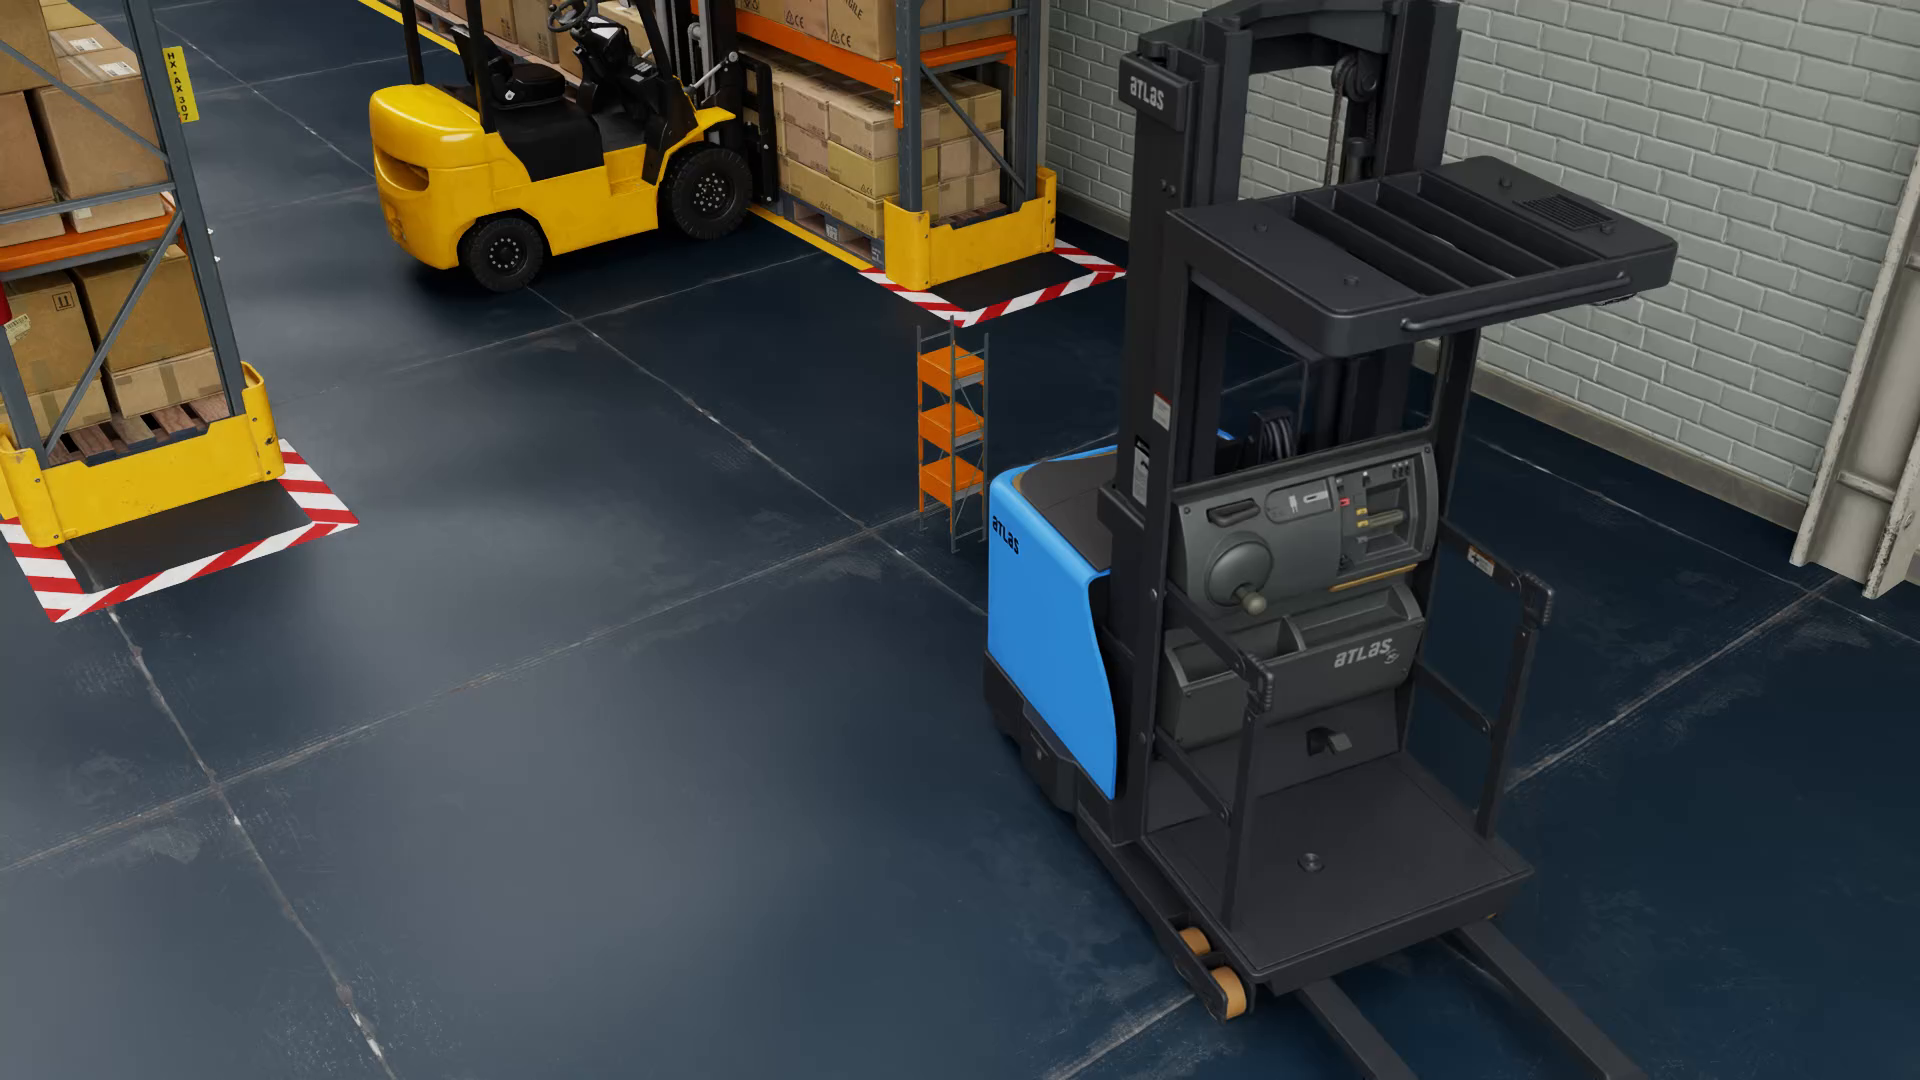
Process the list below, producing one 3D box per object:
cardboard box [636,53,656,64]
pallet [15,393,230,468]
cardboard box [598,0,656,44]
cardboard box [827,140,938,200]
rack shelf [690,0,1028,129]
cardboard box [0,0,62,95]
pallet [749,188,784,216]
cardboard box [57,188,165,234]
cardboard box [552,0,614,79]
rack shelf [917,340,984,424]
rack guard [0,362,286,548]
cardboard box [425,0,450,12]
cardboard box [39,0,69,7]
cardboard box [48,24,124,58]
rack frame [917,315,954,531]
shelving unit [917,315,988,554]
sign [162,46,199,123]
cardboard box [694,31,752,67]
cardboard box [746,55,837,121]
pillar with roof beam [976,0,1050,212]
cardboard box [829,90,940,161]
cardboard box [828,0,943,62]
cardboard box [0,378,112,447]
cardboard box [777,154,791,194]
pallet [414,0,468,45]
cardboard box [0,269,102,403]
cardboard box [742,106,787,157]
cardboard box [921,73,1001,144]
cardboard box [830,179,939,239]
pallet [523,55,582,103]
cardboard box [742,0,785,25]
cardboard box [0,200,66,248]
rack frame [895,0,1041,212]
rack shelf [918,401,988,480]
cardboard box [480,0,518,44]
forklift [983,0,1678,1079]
[{"bbox_3d":[-2.030,-3.440,12.180,0.500,0.250,0.500,-22,38,-32],"label":"cardboard box"},{"bbox_3d":[-4.376,-0.651,8.598,1.003,0.211,1.213,-22,38,-31],"label":"pallet"},{"bbox_3d":[-2.345,-3.860,12.383,0.500,0.250,0.500,-23,39,-32],"label":"cardboard box"},{"bbox_3d":[-0.486,-2.386,10.482,0.500,0.250,0.500,-23,38,-32],"label":"cardboard box"},{"bbox_3d":[-1.167,-3.589,11.368,1.077,0.370,4.000,-22,38,-31],"label":"rack shelf"},{"bbox_3d":[-4.345,-2.189,7.108,0.700,0.500,0.500,-23,39,-33],"label":"cardboard box"},{"bbox_3d":[-1.187,-2.690,11.881,1.003,0.211,1.213,-22,38,-31],"label":"pallet"},{"bbox_3d":[-3.904,-1.555,7.650,0.380,0.149,0.250,-22,38,-31],"label":"cardboard box"},{"bbox_3d":[-2.722,-4.112,13.380,0.875,0.625,0.625,-20,37,-29],"label":"cardboard box"},{"bbox_3d":[-0.033,-0.700,7.365,0.215,0.259,0.240,-22,38,-31],"label":"rack shelf"},{"bbox_3d":[-3.906,-0.423,7.958,1.175,0.500,0.348,-22,38,-31],"label":"rack guard"},{"bbox_3d":[-4.475,-5.300,15.294,0.875,0.625,0.625,-21,38,-30],"label":"cardboard box"},{"bbox_3d":[-4.883,-2.546,8.629,0.500,0.500,0.500,-23,39,-32],"label":"cardboard box"},{"bbox_3d":[-4.251,-2.124,7.951,0.500,0.500,0.500,-21,38,-30],"label":"cardboard box"},{"bbox_3d":[-0.108,-0.519,7.591,0.200,1.050,0.008,-22,38,-31],"label":"rack frame"},{"bbox_3d":[-0.033,-0.468,7.509,0.215,1.050,0.252,-22,38,-31],"label":"shelving unit"},{"bbox_3d":[-3.431,-1.997,7.302,0.100,0.325,0.005,-22,38,-31],"label":"sign"},{"bbox_3d":[-1.725,-3.440,11.706,0.500,0.250,0.500,-21,37,-30],"label":"cardboard box"},{"bbox_3d":[-1.105,-3.005,11.006,0.500,0.250,0.500,-22,38,-31],"label":"cardboard box"},{"bbox_3d":[-3.056,-4.799,6.947,9.100,9.000,0.400,-22,38,-31],"label":"pillar with roof beam"},{"bbox_3d":[-0.470,-2.587,10.333,0.500,0.250,0.500,-21,37,-30],"label":"cardboard box"},{"bbox_3d":[-0.450,-3.224,10.003,0.500,0.500,0.500,-23,39,-32],"label":"cardboard box"},{"bbox_3d":[-4.582,-0.724,8.280,0.500,0.250,0.500,-22,38,-32],"label":"cardboard box"},{"bbox_3d":[-1.076,-2.587,11.280,0.500,0.250,0.500,-22,38,-31],"label":"cardboard box"},{"bbox_3d":[-4.373,-4.855,15.367,1.003,0.211,1.213,-22,38,-31],"label":"pallet"},{"bbox_3d":[-4.557,-1.032,8.066,0.500,0.500,0.500,-22,38,-31],"label":"cardboard box"},{"bbox_3d":[-1.118,-2.806,11.160,0.500,0.250,0.500,-23,39,-32],"label":"cardboard box"},{"bbox_3d":[-0.086,-2.758,10.608,0.500,0.250,0.500,-23,39,-32],"label":"cardboard box"},{"bbox_3d":[-0.478,-2.165,10.601,0.500,0.250,0.500,-22,38,-31],"label":"cardboard box"},{"bbox_3d":[-2.876,-3.838,13.730,1.003,0.211,1.213,-22,38,-31],"label":"pallet"},{"bbox_3d":[-1.075,-3.656,10.699,0.500,0.500,0.500,-23,39,-32],"label":"cardboard box"},{"bbox_3d":[-4.258,-1.434,7.453,0.380,0.149,0.250,-21,37,-30],"label":"cardboard box"},{"bbox_3d":[0.059,-3.061,9.836,1.000,3.000,0.127,-22,38,-31],"label":"rack frame"},{"bbox_3d":[-0.033,-0.459,7.514,0.215,0.259,0.240,-22,38,-31],"label":"rack shelf"},{"bbox_3d":[-3.655,-4.750,14.408,0.875,0.625,0.625,-24,39,-33],"label":"cardboard box"},{"bbox_3d":[1.171,0.017,4.944,1.130,2.935,3.031,-14,34,-21],"label":"forklift"}]
